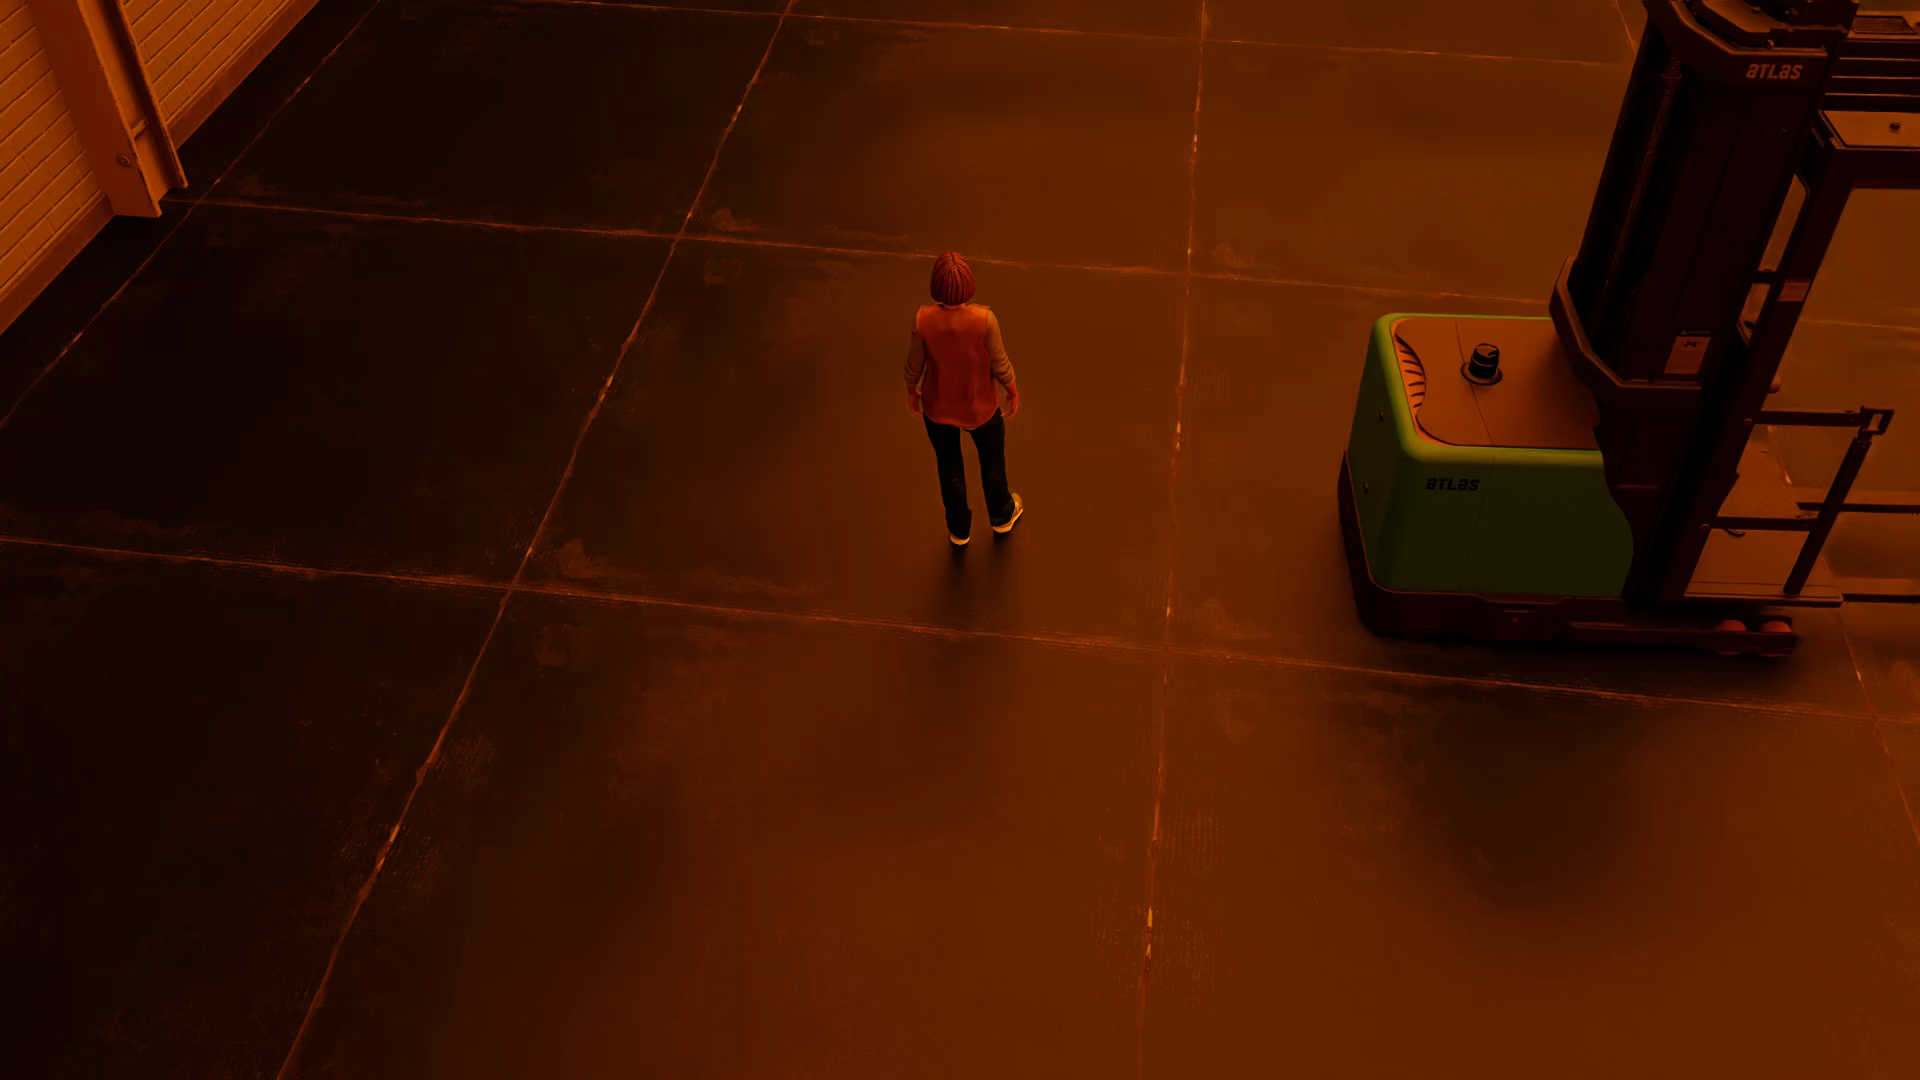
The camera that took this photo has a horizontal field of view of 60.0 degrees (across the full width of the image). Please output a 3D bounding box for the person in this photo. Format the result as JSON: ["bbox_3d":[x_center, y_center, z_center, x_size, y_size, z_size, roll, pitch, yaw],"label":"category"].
[{"bbox_3d":[0.024,-0.637,7.404,0.520,1.585,0.473,5,43,6],"label":"person"}]

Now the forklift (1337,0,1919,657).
[{"bbox_3d":[3.317,-0.934,6.741,3.031,2.935,1.130,2,43,2],"label":"forklift"}]
